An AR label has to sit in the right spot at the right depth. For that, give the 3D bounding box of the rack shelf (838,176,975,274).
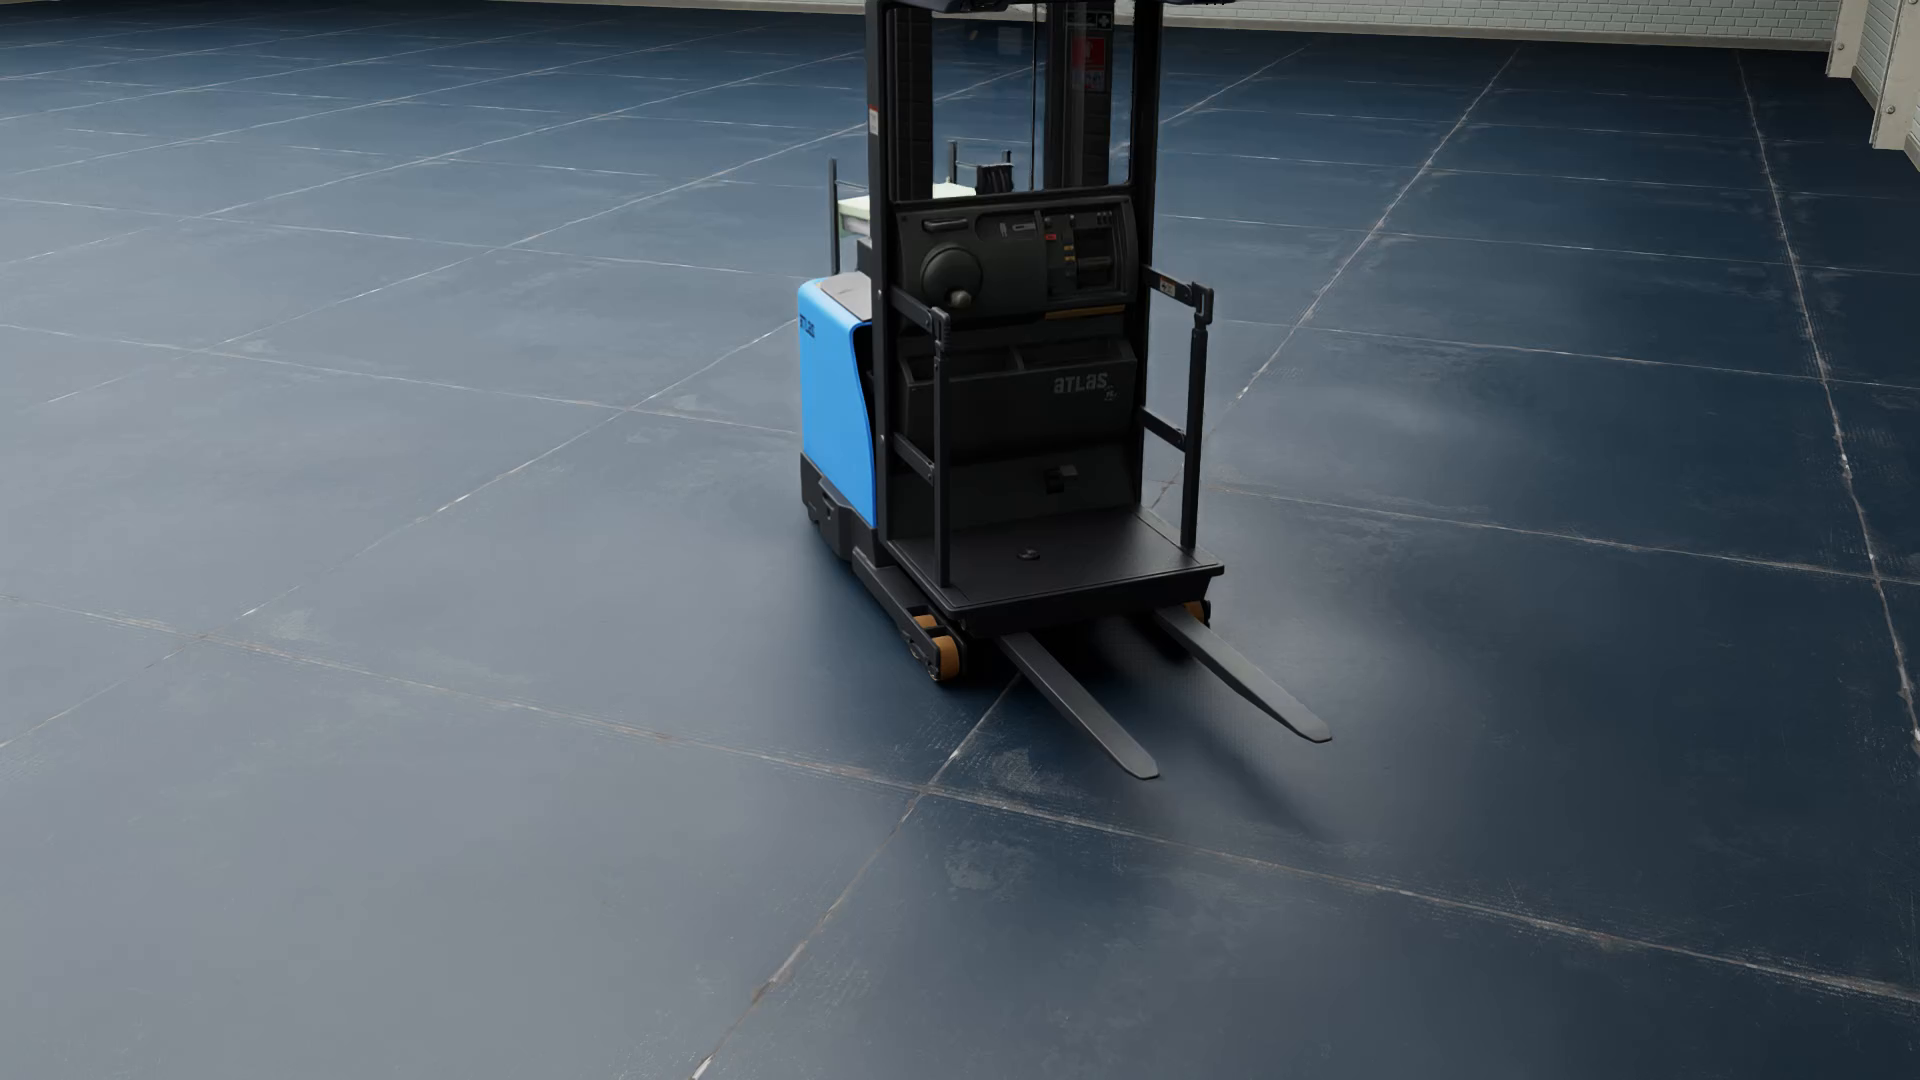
[{"bbox_3d":[-0.181,-1.426,7.706,0.720,0.370,0.431,-19,30,-39],"label":"rack shelf"}]

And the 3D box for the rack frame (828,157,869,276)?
[{"bbox_3d":[-0.451,-0.971,7.628,0.023,1.500,0.400,-19,30,-39],"label":"rack frame"}]

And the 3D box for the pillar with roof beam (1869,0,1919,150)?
[{"bbox_3d":[5.348,-8.733,16.483,9.100,9.000,0.400,9,24,20],"label":"pillar with roof beam"}]

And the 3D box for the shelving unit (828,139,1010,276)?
[{"bbox_3d":[-0.181,-1.066,7.856,0.755,1.500,0.431,-19,30,-39],"label":"shelving unit"}]

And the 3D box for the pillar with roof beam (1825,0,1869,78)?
[{"bbox_3d":[7.576,-10.880,21.623,9.100,9.000,0.400,9,24,20],"label":"pillar with roof beam"}]

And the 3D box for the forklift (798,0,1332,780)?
[{"bbox_3d":[0.299,-1.023,5.896,1.130,2.935,3.031,-9,24,-20],"label":"forklift"}]

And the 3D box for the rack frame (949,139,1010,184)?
[{"bbox_3d":[0.089,-1.161,8.085,0.023,1.500,0.400,-19,30,-39],"label":"rack frame"}]
